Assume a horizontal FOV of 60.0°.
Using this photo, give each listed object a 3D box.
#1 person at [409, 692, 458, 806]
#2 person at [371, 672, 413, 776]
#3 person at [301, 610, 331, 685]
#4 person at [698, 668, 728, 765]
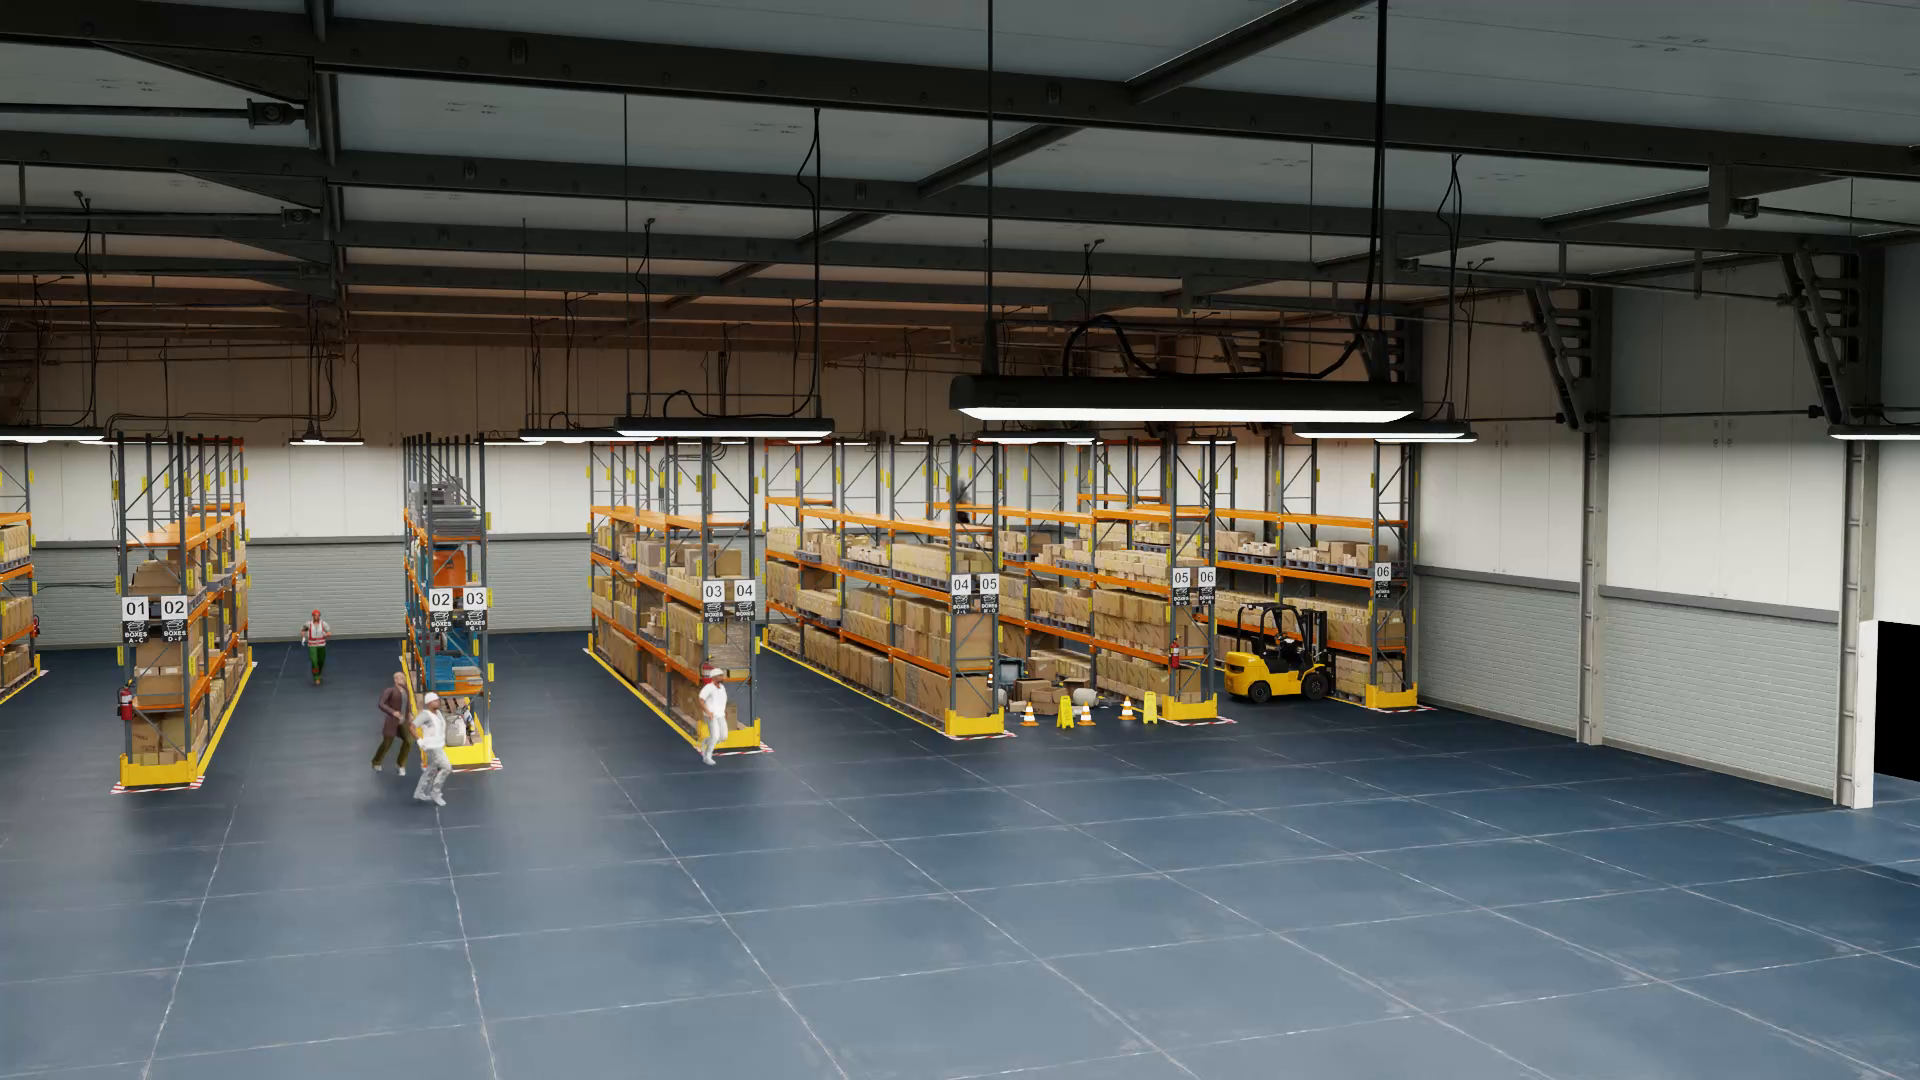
[{"bbox_3d":[-8.422,3.355,26.660,0.744,1.823,0.656,0,3,-1],"label":"person"},{"bbox_3d":[-9.912,3.233,29.294,0.748,1.806,0.767,2,4,35],"label":"person"},{"bbox_3d":[-15.549,2.569,40.206,0.659,1.774,1.002,-2,4,-30],"label":"person"},{"bbox_3d":[-4.490,3.200,30.338,0.550,1.709,0.750,2,4,30],"label":"person"}]
